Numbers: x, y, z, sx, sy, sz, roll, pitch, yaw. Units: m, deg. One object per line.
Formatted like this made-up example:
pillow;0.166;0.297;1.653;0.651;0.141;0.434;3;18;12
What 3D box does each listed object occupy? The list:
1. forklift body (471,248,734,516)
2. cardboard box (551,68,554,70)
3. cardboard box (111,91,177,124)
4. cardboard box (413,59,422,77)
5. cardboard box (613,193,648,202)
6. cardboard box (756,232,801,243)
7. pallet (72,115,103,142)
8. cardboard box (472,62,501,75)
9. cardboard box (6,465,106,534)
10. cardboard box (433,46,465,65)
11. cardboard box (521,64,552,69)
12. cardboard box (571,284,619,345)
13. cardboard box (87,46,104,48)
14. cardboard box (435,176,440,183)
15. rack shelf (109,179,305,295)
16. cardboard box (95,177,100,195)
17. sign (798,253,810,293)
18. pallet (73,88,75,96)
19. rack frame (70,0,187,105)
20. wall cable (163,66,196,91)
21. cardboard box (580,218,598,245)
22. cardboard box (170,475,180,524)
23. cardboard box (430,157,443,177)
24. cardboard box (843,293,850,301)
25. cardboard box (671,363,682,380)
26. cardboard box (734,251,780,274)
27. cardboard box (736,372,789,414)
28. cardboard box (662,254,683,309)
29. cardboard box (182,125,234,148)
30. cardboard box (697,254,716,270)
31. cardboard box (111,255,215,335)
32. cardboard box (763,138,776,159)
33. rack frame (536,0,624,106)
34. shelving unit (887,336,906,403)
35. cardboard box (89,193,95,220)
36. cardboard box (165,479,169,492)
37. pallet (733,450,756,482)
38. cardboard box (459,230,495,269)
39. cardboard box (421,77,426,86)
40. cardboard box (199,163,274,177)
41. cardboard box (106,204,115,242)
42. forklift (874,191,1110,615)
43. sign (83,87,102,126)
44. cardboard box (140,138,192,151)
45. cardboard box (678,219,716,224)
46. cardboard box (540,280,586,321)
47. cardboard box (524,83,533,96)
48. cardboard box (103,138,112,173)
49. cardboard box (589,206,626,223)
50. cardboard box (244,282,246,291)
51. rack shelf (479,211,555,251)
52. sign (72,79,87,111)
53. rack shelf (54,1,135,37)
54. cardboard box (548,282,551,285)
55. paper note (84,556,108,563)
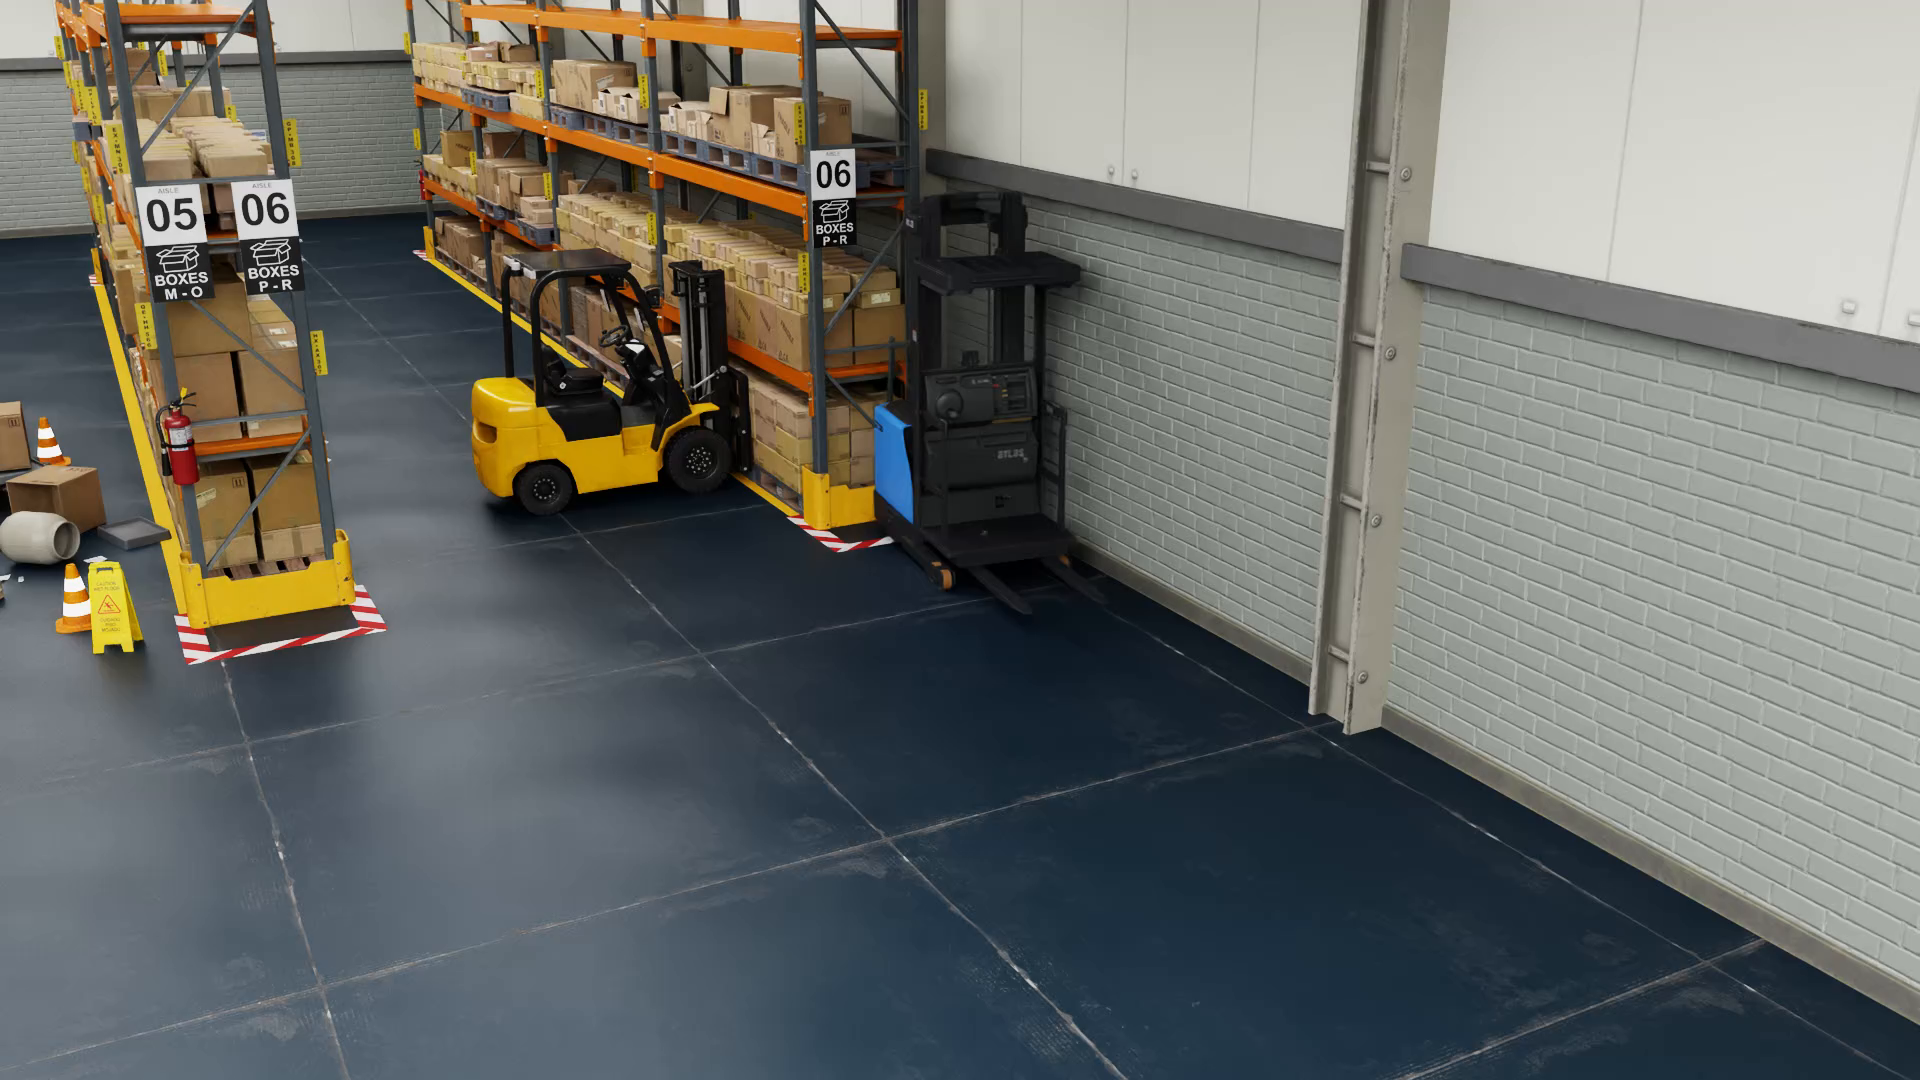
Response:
forklift body;-3.316;-1.505;15.195;2.313;2.155;1.214;-10;21;-27
cardboard box;-5.195;-6.120;21.832;0.380;0.149;0.250;-10;21;-27
cardboard box;-7.463;-3.951;15.204;0.500;0.250;0.500;-9;21;-25
cardboard box;-8.438;-7.555;26.603;0.500;0.250;0.500;-10;22;-27
cardboard box;-4.054;-4.175;20.484;0.380;0.149;0.250;-9;21;-25
cardboard box;-1.792;-2.950;16.479;0.380;0.149;0.250;-10;22;-28
pallet;-9.328;-4.676;18.775;1.213;0.211;1.003;-9;21;-24
cardboard box;-6.480;-6.476;22.834;0.380;0.149;0.250;-10;22;-28
cardboard box;-7.765;-0.324;14.299;0.500;0.500;0.500;4;19;11
cardboard box;-7.692;-7.359;25.269;0.500;0.250;0.500;-9;21;-25
cardboard box;-5.695;-6.328;22.404;0.380;0.149;0.250;-10;21;-26
cardboard box;-4.325;-2.836;20.747;0.875;0.625;0.625;-9;21;-25
cardboard box;-11.949;-6.576;23.043;0.500;0.500;0.500;-10;21;-26
cardboard box;-8.332;-5.916;27.062;0.380;0.149;0.250;-9;21;-25
rack shelf;-6.126;-2.526;13.359;1.077;0.370;4.000;-10;21;-27
cardboard box;-9.702;-3.945;19.278;0.500;0.500;0.500;-10;21;-26
sign;-1.294;-2.223;13.838;0.100;0.325;0.005;-10;21;-27
pallet;-11.830;-6.281;23.274;1.003;0.211;1.213;-10;21;-27
rack frame;-8.975;-6.007;17.743;1.000;3.000;0.127;-10;21;-27
wall cable;-14.230;-7.786;30.539;0.588;1.984;0.122;-10;21;-27
cardboard box;-4.144;-3.644;19.557;0.500;0.250;0.500;-11;22;-28
cardboard box;-6.037;-0.466;13.306;0.500;0.500;0.500;-9;21;-25
cardboard box;-8.190;-5.990;26.667;0.500;0.250;0.500;-10;21;-26
cardboard box;-0.916;-2.197;14.751;0.380;0.149;0.250;-10;21;-27
cardboard box;-2.751;-1.741;17.383;0.500;0.250;0.500;-10;21;-27
cardboard box;-1.860;-2.560;15.347;0.380;0.149;0.250;-10;21;-26
cardboard box;-1.799;-1.388;15.595;0.500;0.250;0.500;-10;21;-26
cardboard box;-2.728;-2.672;17.123;0.500;0.500;0.500;-11;22;-28
cardboard box;-6.225;-3.345;13.791;0.380;0.149;0.250;-10;22;-28
cardboard box;-2.342;-2.712;16.244;0.380;0.149;0.250;-10;22;-27
cardboard box;-6.178;-1.925;12.968;0.700;0.500;0.500;-10;22;-27
cardboard box;-1.471;-3.380;14.318;0.380;0.149;0.250;-11;22;-28
rack frame;-4.609;-6.777;19.975;1.000;3.000;0.127;-10;21;-27
shelving unit;-0.117;-0.969;14.536;0.587;1.500;1.083;-16;28;-42
cardboard box;-11.821;-4.749;23.142;0.500;0.500;0.500;-10;22;-27
cardboard box;-6.516;-0.407;14.283;0.500;0.250;0.500;-10;22;-27
pallet;-1.785;-0.889;16.384;1.003;0.211;1.213;-10;21;-27
cardboard box;-7.336;-4.515;25.804;0.700;0.500;0.500;-11;22;-29
cardboard box;-8.461;-7.409;26.791;0.380;0.149;0.250;-9;21;-26
cardboard box;-5.412;-2.694;12.515;0.500;0.250;0.500;-10;22;-27
cardboard box;-8.965;-3.392;18.110;0.500;0.500;0.500;-11;22;-28
forklift;0.246;-1.145;12.957;1.130;2.935;3.031;-7;20;-19
sign;-7.563;-3.784;14.504;0.100;0.325;0.005;-10;21;-27
cardboard box;-6.109;-2.984;12.743;0.380;0.149;0.250;-11;22;-28
cardboard box;-2.887;-3.438;18.347;0.380;0.149;0.250;-10;21;-27
cardboard box;-5.227;-3.191;21.969;0.500;0.500;0.500;-10;22;-27
cardboard box;-5.354;-5.762;21.252;0.380;0.149;0.250;-10;21;-27
cardboard box;-7.108;-3.342;14.392;0.500;0.250;0.500;-10;22;-28
cardboard box;-4.095;-3.789;19.365;0.380;0.149;0.250;-9;21;-26
cardboard box;-6.396;-1.975;14.646;0.500;0.500;0.500;-9;21;-25
rack shelf;-5.559;-4.175;22.734;1.077;0.370;4.000;-10;21;-27
sign;-9.468;-4.787;17.893;0.100;0.325;0.005;-10;21;-27
rack shelf;-11.825;-7.200;22.918;1.077;0.370;4.000;-10;21;-27
cardboard box;-5.223;-3.440;21.697;0.380;0.149;0.250;-11;22;-29
paper note;-7.082;0.156;13.631;0.148;0.019;0.142;16;25;39
